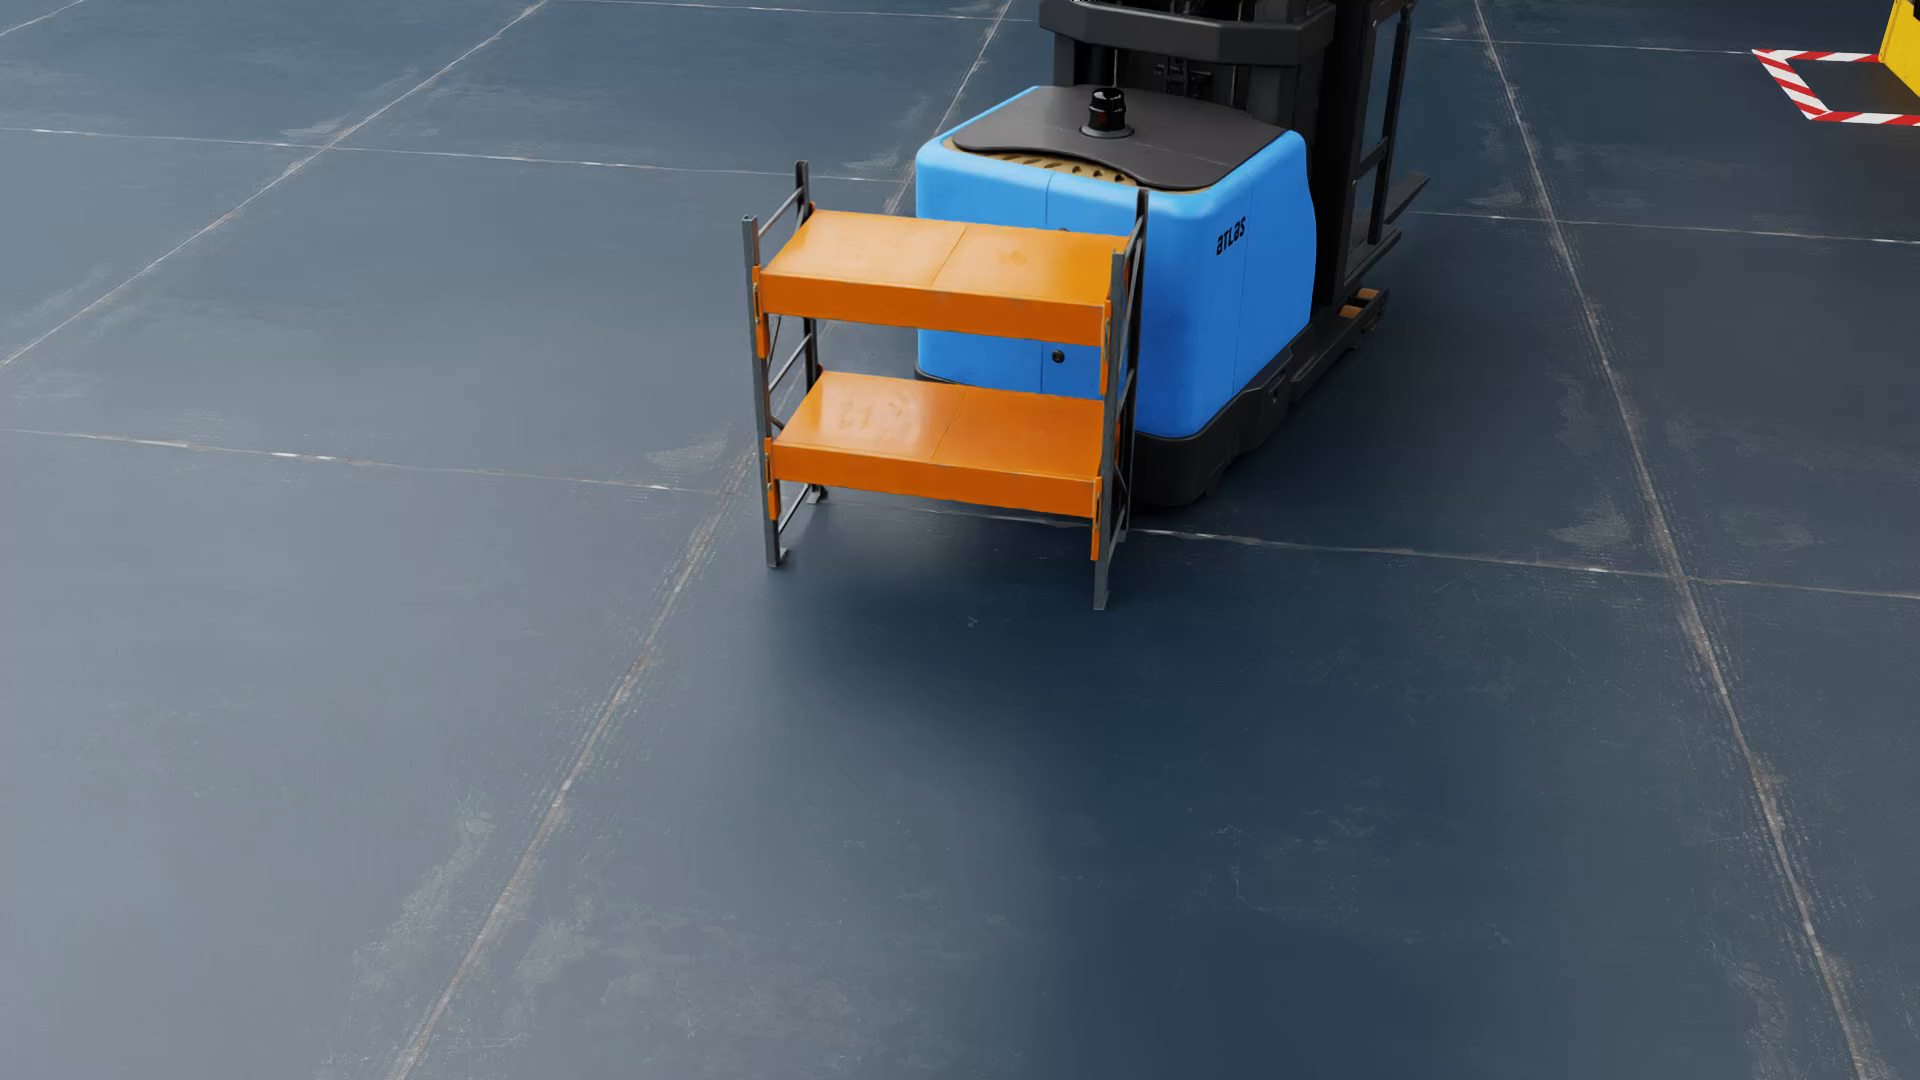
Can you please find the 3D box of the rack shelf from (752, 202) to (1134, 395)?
[{"bbox_3d":[-0.027,-0.705,4.765,1.000,0.278,0.538,7,33,11],"label":"rack shelf"}]

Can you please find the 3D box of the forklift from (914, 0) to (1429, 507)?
[{"bbox_3d":[1.034,-2.097,5.838,1.130,2.935,3.031,18,36,26],"label":"forklift"}]

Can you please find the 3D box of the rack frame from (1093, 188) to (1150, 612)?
[{"bbox_3d":[0.467,-0.395,4.820,0.032,1.125,0.500,7,33,11],"label":"rack frame"}]

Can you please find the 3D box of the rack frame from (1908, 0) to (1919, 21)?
[{"bbox_3d":[5.381,-3.782,8.466,0.127,3.000,1.000,5,32,8],"label":"rack frame"}]

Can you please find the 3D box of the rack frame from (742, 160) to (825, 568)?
[{"bbox_3d":[-0.522,-0.520,5.020,0.032,1.125,0.500,7,33,11],"label":"rack frame"}]

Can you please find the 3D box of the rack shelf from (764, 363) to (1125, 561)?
[{"bbox_3d":[-0.027,-0.250,5.050,1.000,0.278,0.538,7,33,11],"label":"rack shelf"}]

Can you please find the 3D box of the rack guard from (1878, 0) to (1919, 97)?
[{"bbox_3d":[5.464,-2.741,9.157,0.348,0.500,1.175,5,32,8],"label":"rack guard"}]

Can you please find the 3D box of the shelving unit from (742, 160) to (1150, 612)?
[{"bbox_3d":[-0.027,-0.457,4.920,1.048,1.125,0.538,7,33,11],"label":"shelving unit"}]
